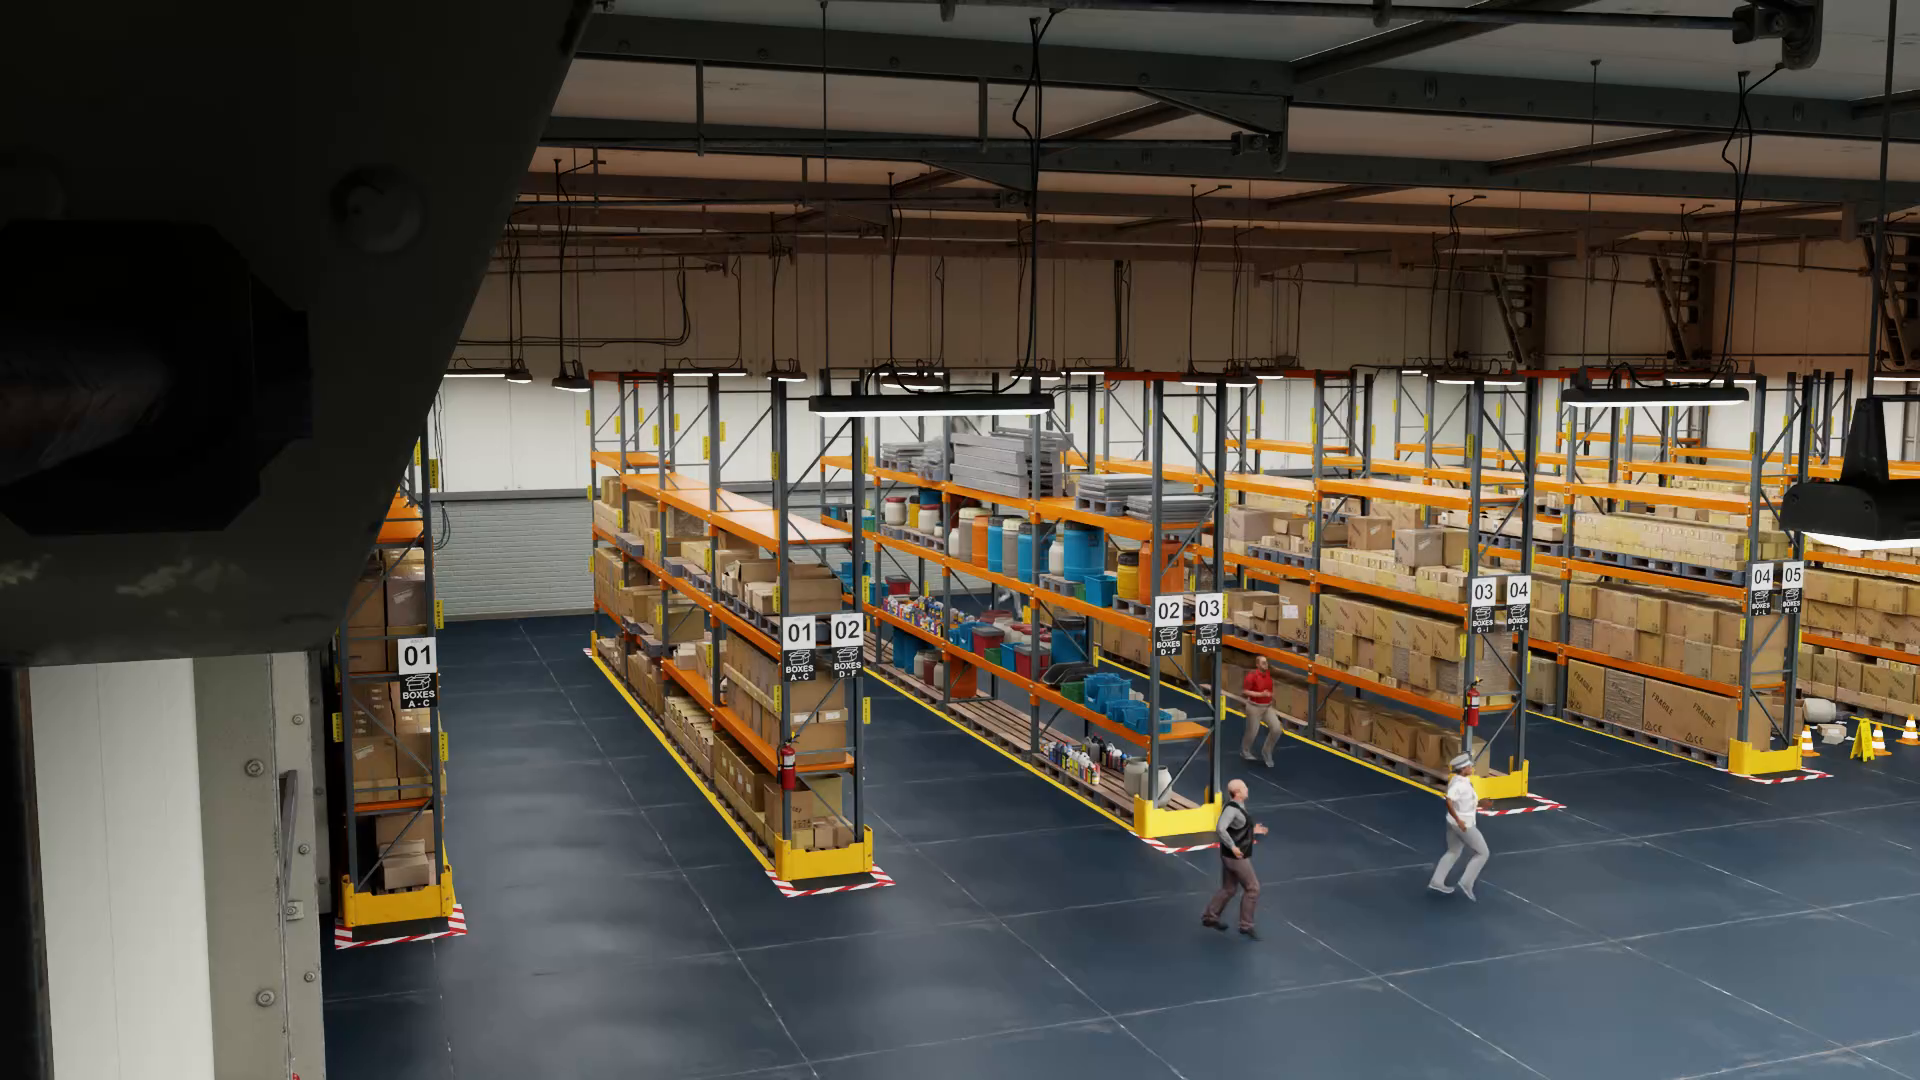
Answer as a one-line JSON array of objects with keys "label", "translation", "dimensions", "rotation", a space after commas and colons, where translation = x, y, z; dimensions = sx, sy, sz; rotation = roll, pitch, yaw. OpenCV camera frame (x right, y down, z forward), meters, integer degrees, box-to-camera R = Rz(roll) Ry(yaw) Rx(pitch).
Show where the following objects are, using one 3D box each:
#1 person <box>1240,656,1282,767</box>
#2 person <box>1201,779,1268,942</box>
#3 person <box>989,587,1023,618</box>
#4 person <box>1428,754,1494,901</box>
[{"label": "person", "translation": [4.595, 2.641, 25.628], "dimensions": [0.641, 1.759, 0.790], "rotation": [-3, 7, -29]}, {"label": "person", "translation": [2.992, 3.474, 18.062], "dimensions": [0.707, 1.782, 0.647], "rotation": [0, 6, 4]}, {"label": "person", "translation": [1.188, 0.984, 39.754], "dimensions": [0.979, 1.764, 0.686], "rotation": [-1, 6, -5]}, {"label": "person", "translation": [5.862, 3.341, 19.361], "dimensions": [0.698, 1.731, 0.542], "rotation": [0, 6, 1]}]
